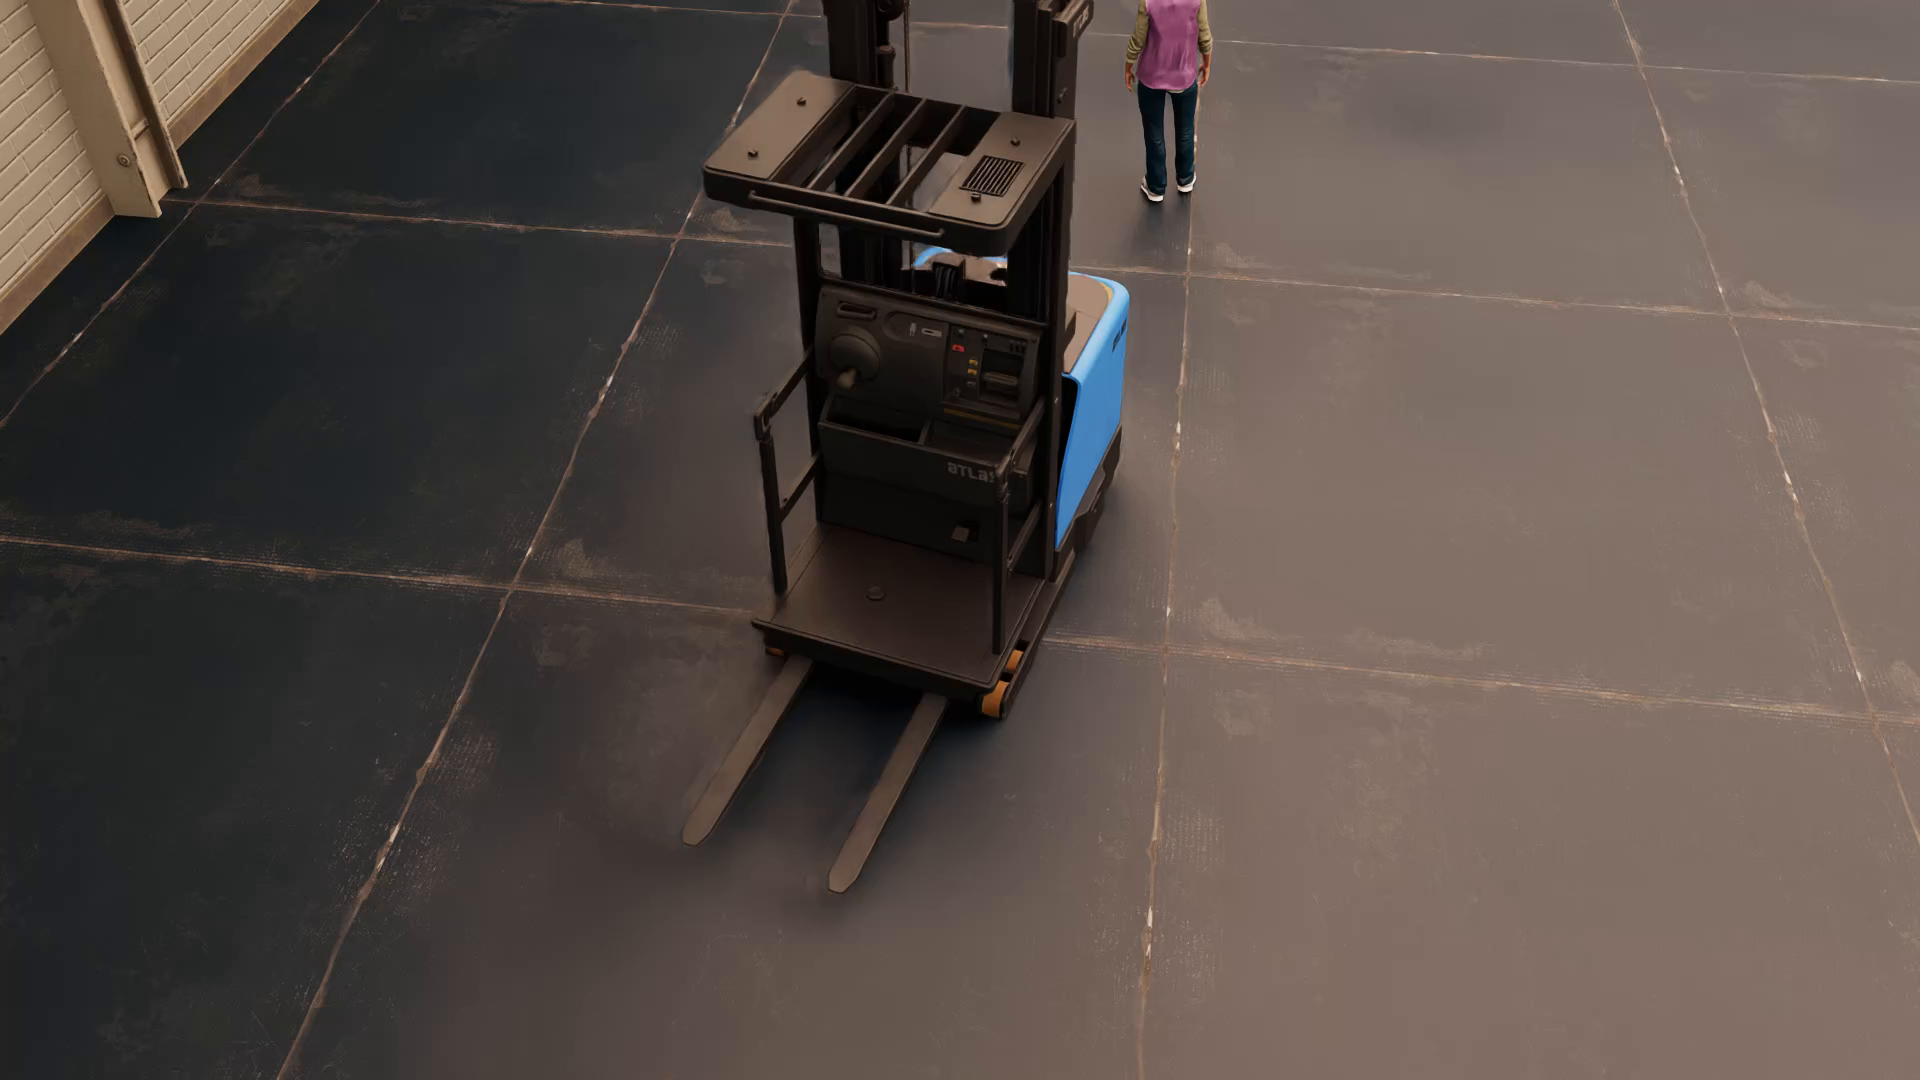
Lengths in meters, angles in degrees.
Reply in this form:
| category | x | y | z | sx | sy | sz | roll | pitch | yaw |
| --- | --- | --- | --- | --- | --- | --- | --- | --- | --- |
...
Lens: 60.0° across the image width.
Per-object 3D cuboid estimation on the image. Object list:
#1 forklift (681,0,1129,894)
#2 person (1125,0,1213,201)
| category | x | y | z | sx | sy | sz | roll | pitch | yaw |
| --- | --- | --- | --- | --- | --- | --- | --- | --- | --- |
| forklift | -0.211 | -0.646 | 6.427 | 1.130 | 2.935 | 3.031 | 14 | 44 | 15 |
| person | 1.204 | -2.720 | 9.660 | 0.520 | 1.599 | 0.472 | 0 | 43 | 0 |
